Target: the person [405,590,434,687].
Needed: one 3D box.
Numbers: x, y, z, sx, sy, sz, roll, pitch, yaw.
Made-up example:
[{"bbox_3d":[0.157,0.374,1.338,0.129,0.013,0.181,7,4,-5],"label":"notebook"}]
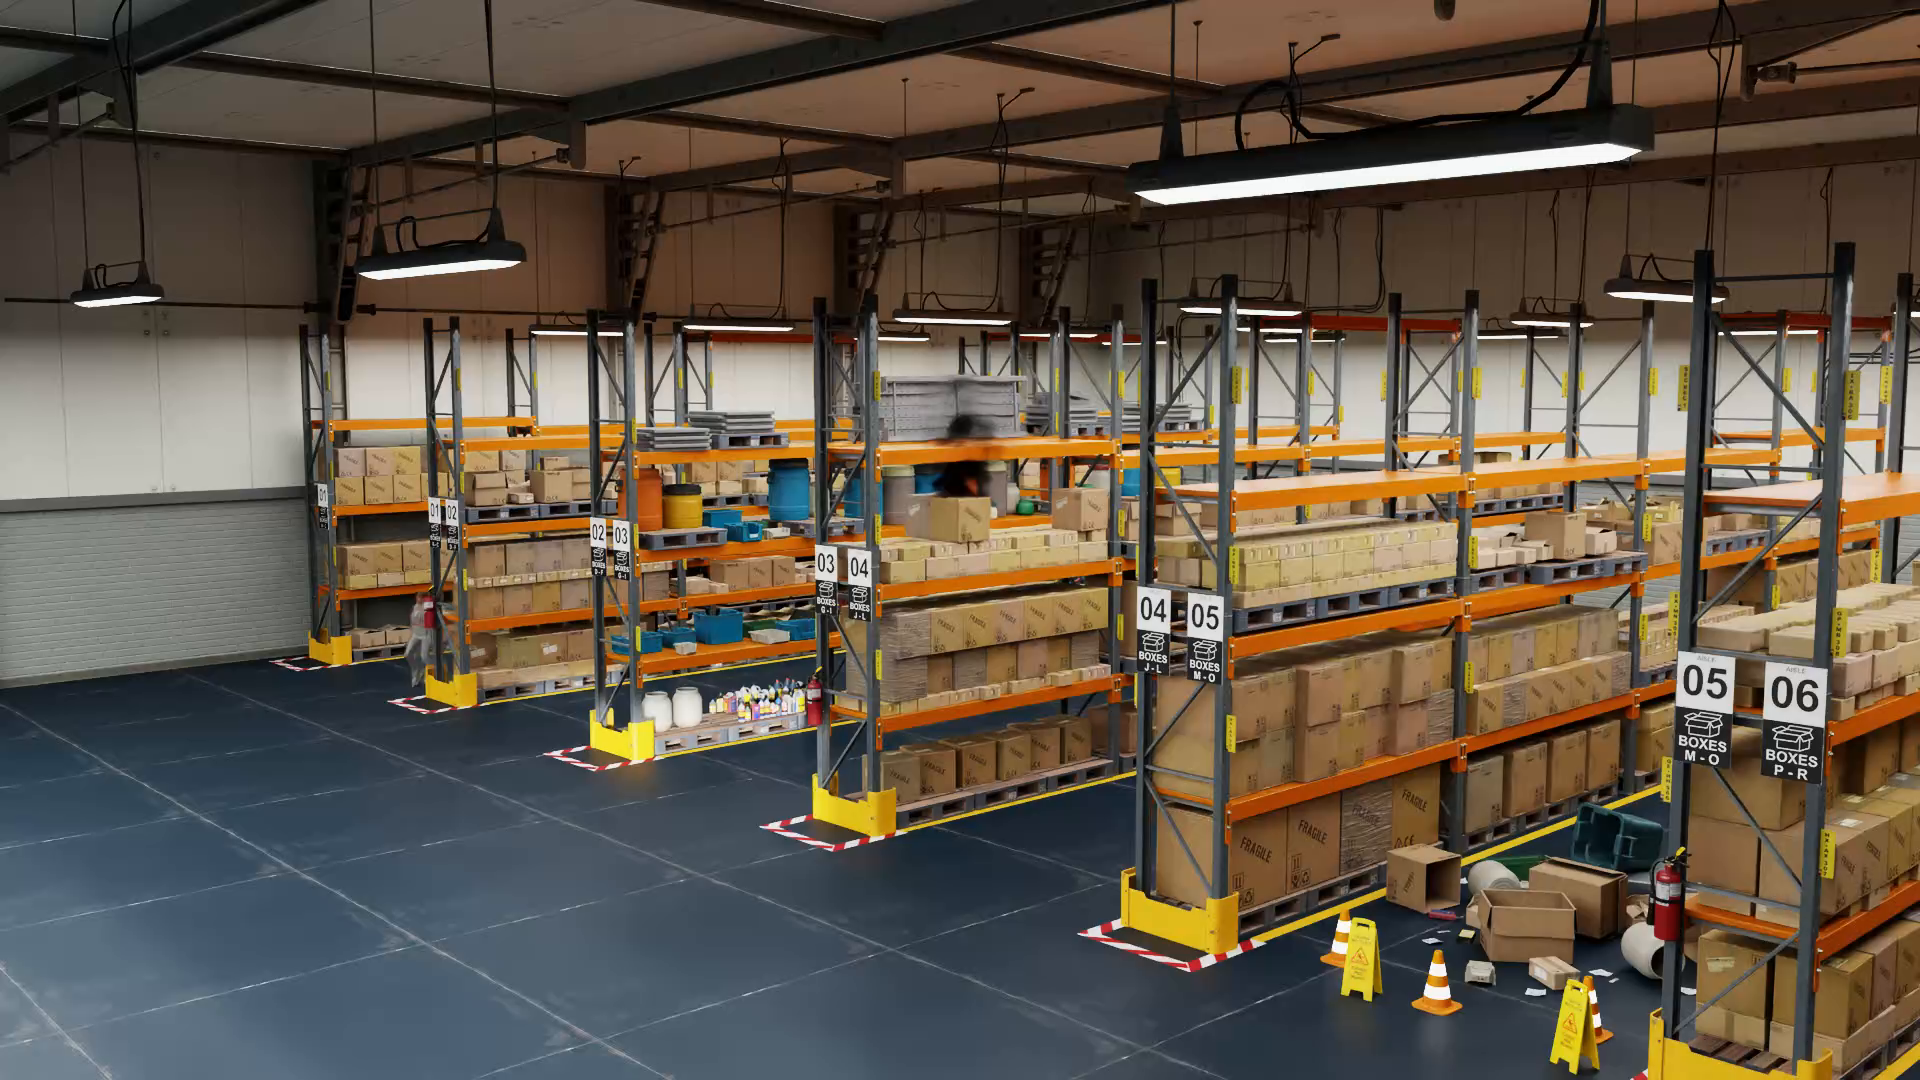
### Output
[{"bbox_3d":[-8.868,1.618,27.355,0.526,1.605,0.664,3,6,24],"label":"person"}]
